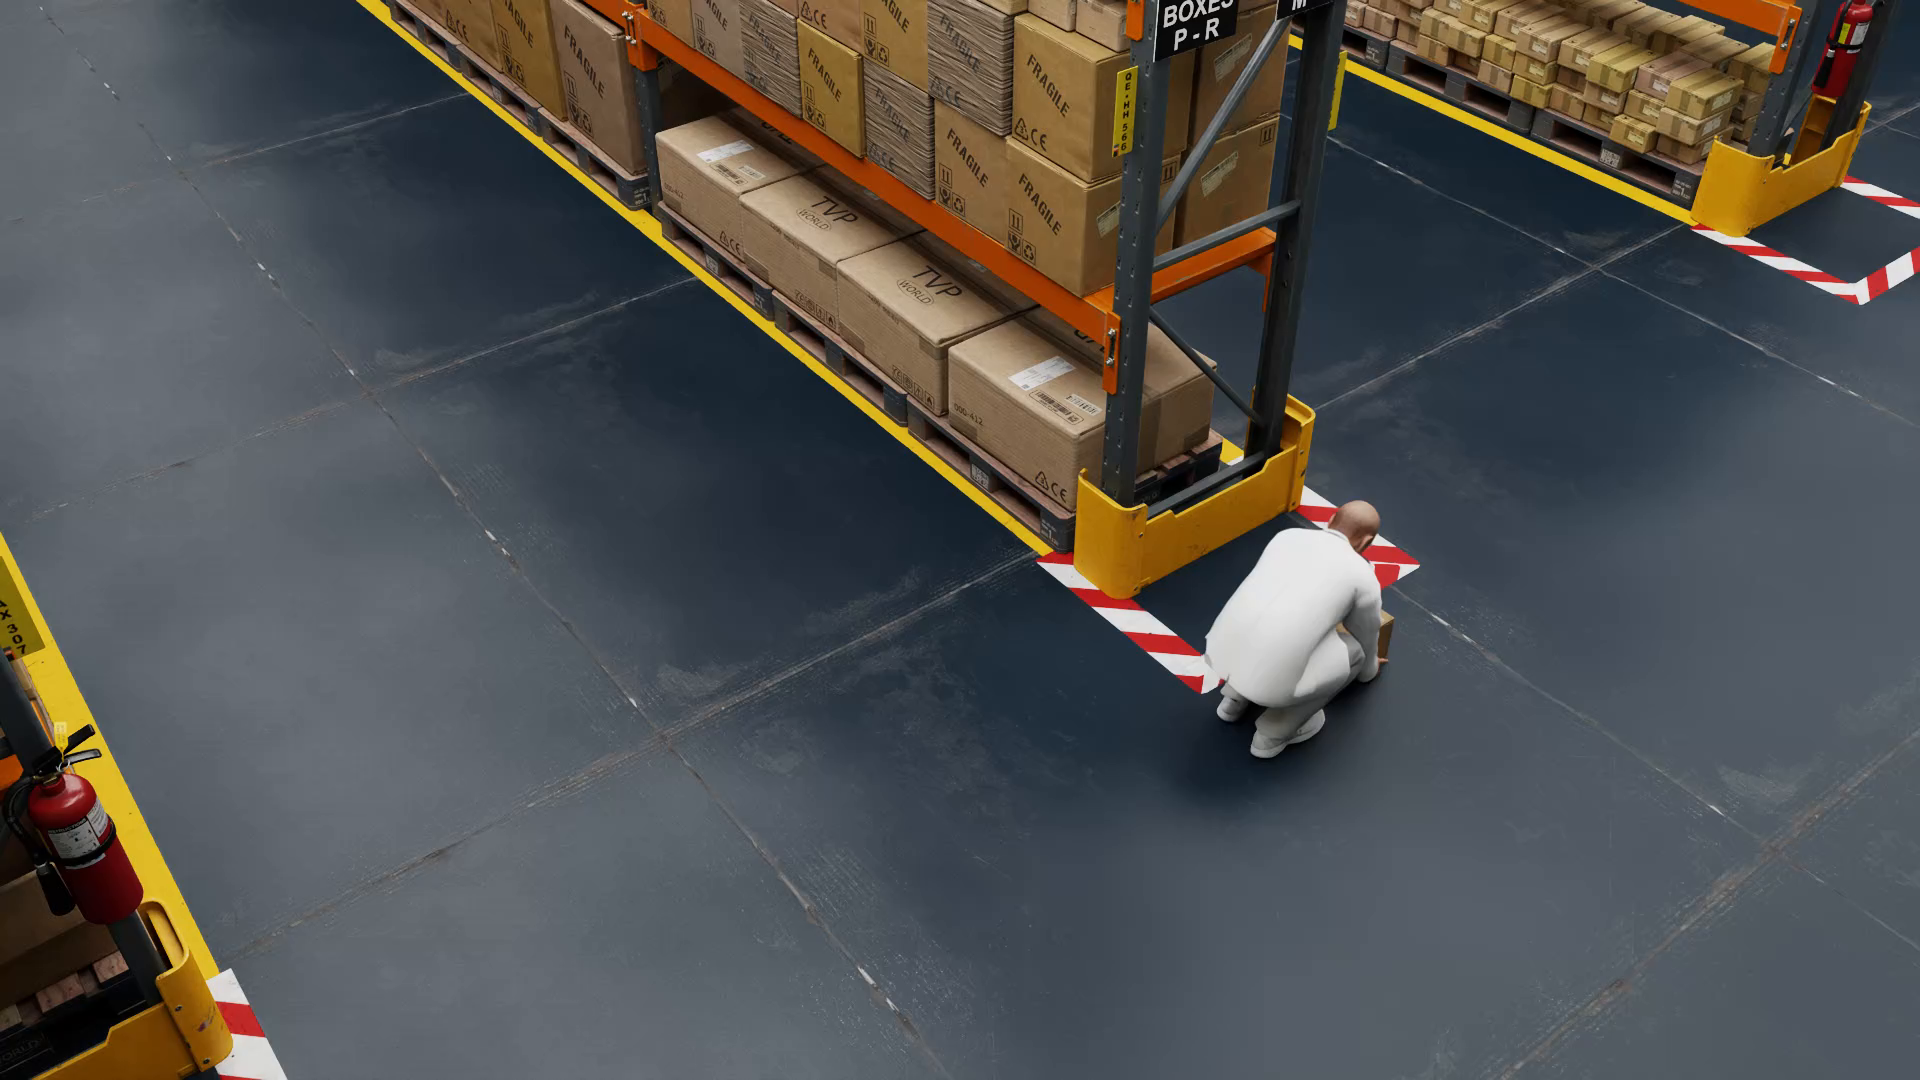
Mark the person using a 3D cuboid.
[{"bbox_3d":[1.345,0.374,6.553,0.938,0.887,0.576,-30,48,-31],"label":"person"}]
